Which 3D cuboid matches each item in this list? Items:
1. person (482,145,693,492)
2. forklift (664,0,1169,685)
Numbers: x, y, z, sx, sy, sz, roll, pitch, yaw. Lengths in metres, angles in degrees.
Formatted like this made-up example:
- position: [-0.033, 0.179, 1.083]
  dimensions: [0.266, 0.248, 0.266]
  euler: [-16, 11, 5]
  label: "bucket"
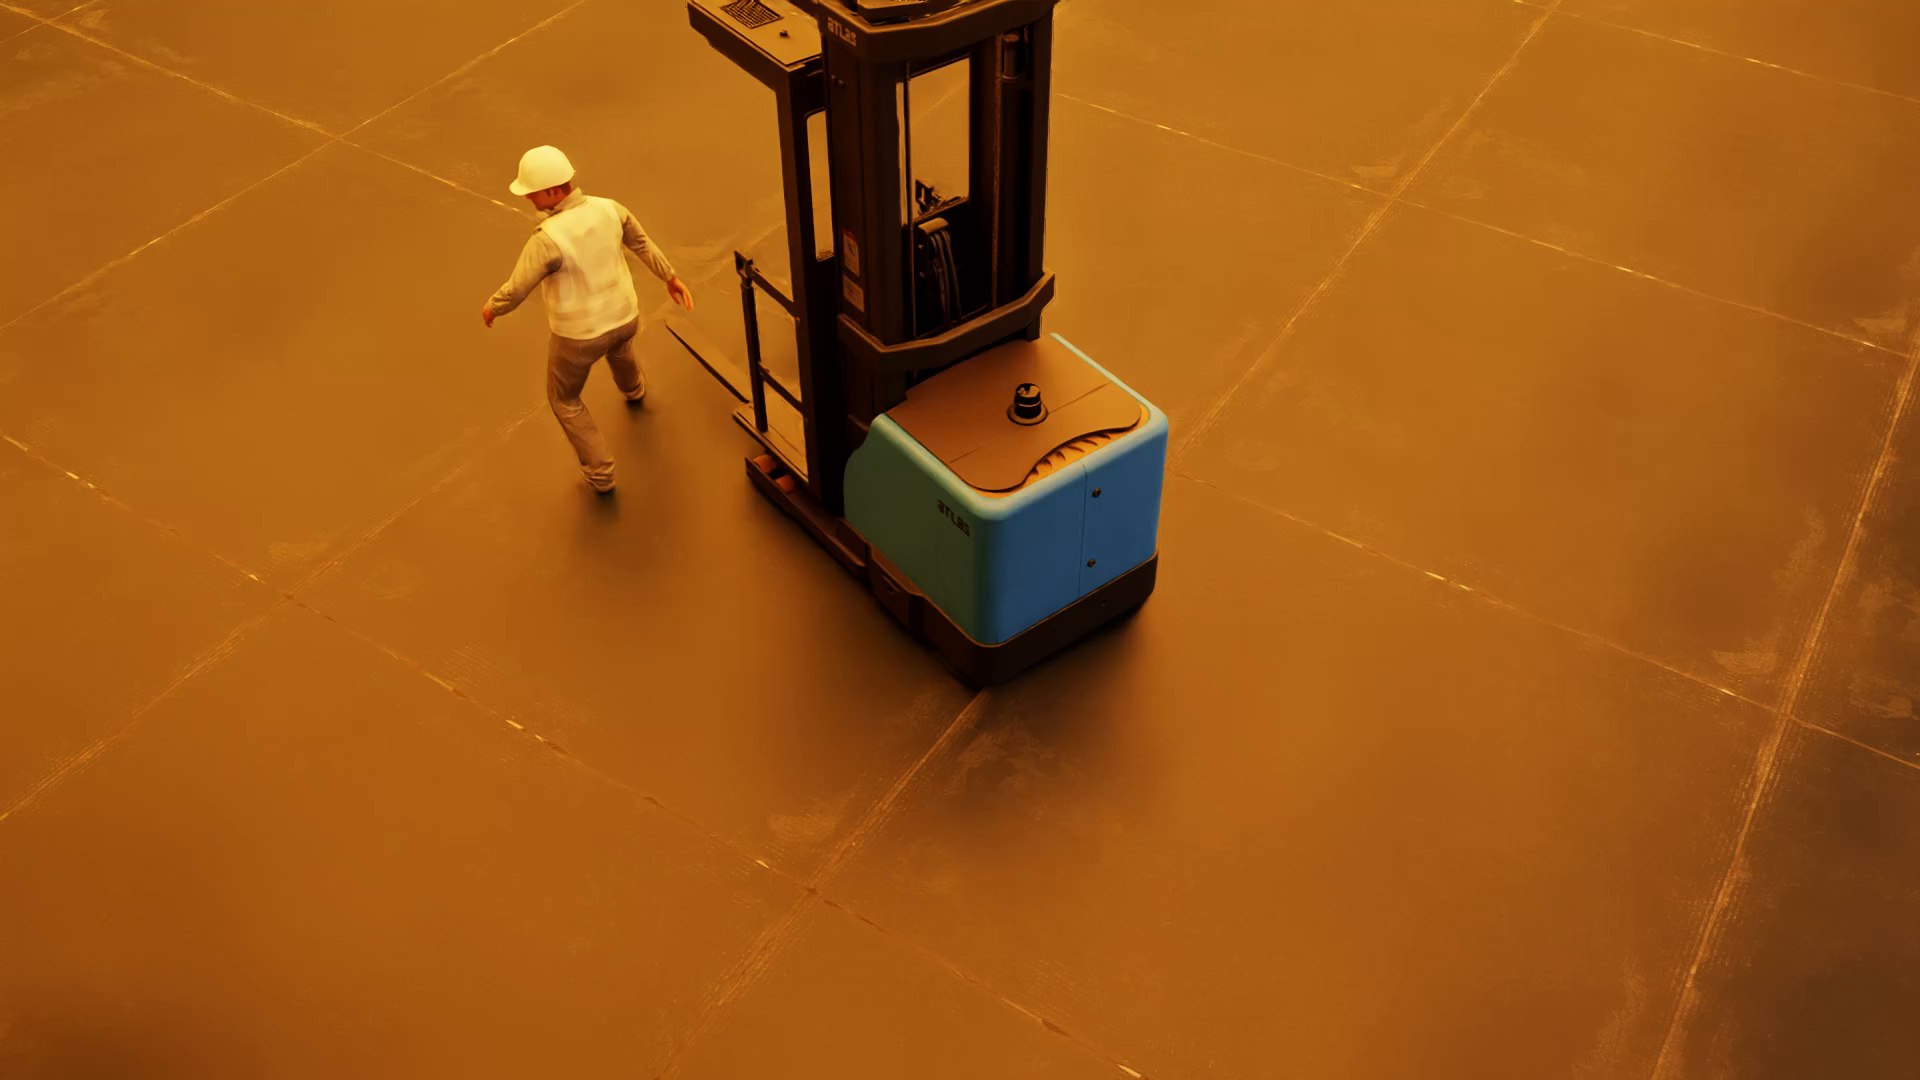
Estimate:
- position: [-1.796, -1.128, 7.970]
  dimensions: [0.717, 1.716, 0.876]
  euler: [31, 52, 29]
  label: "person"
- position: [-0.401, -1.400, 7.325]
  dimensions: [1.130, 2.935, 3.031]
  euler: [-28, 50, -26]
  label: "forklift"
